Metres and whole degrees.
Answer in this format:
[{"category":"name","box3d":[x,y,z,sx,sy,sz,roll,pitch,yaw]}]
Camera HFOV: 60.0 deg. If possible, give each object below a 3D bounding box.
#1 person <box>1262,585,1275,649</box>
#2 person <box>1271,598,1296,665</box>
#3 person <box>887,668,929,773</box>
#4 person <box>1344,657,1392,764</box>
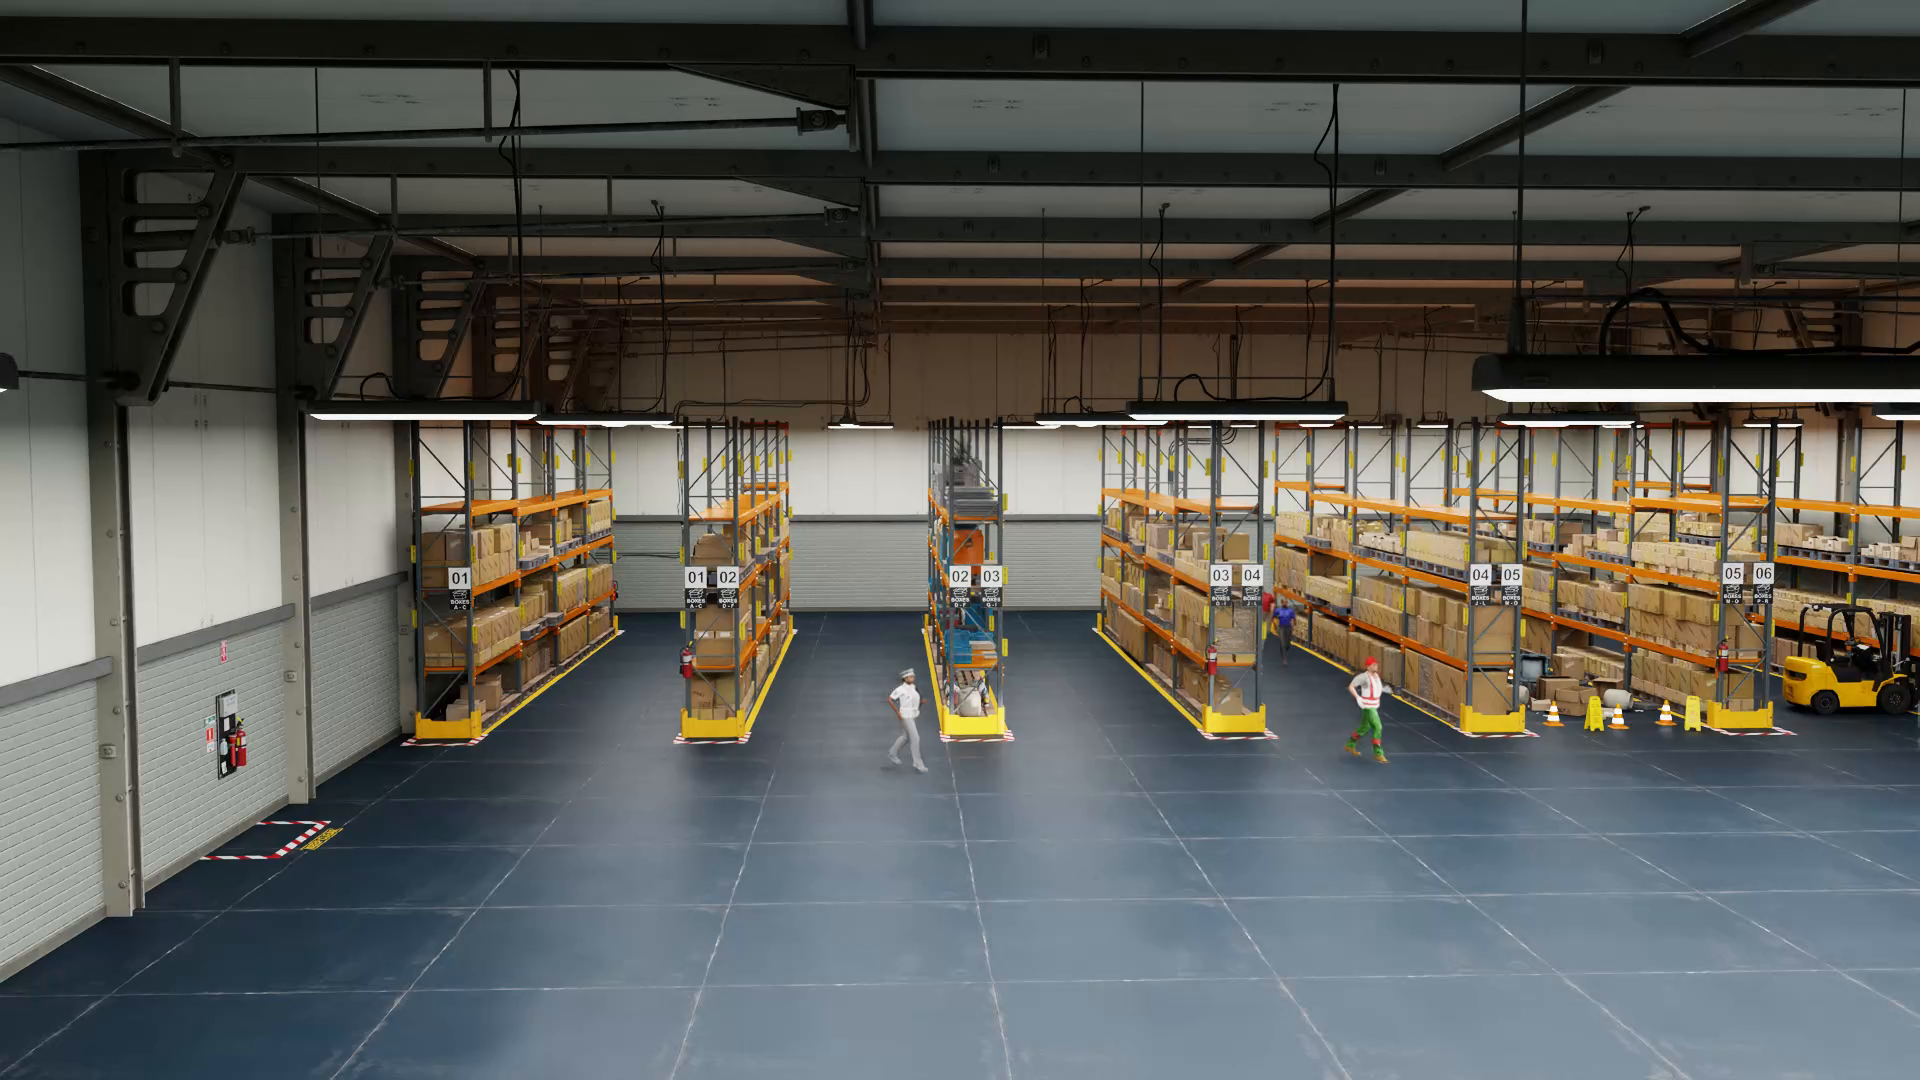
[{"category":"person","box3d":[8.006,2.022,43.962,0.658,1.705,0.548,0,4,2]},{"category":"person","box3d":[7.988,2.238,41.049,0.607,1.618,0.797,0,4,0]},{"category":"person","box3d":[-0.878,3.028,28.132,0.846,1.729,0.562,2,4,25]},{"category":"person","box3d":[7.118,2.940,28.958,0.856,1.836,0.624,3,5,35]}]
